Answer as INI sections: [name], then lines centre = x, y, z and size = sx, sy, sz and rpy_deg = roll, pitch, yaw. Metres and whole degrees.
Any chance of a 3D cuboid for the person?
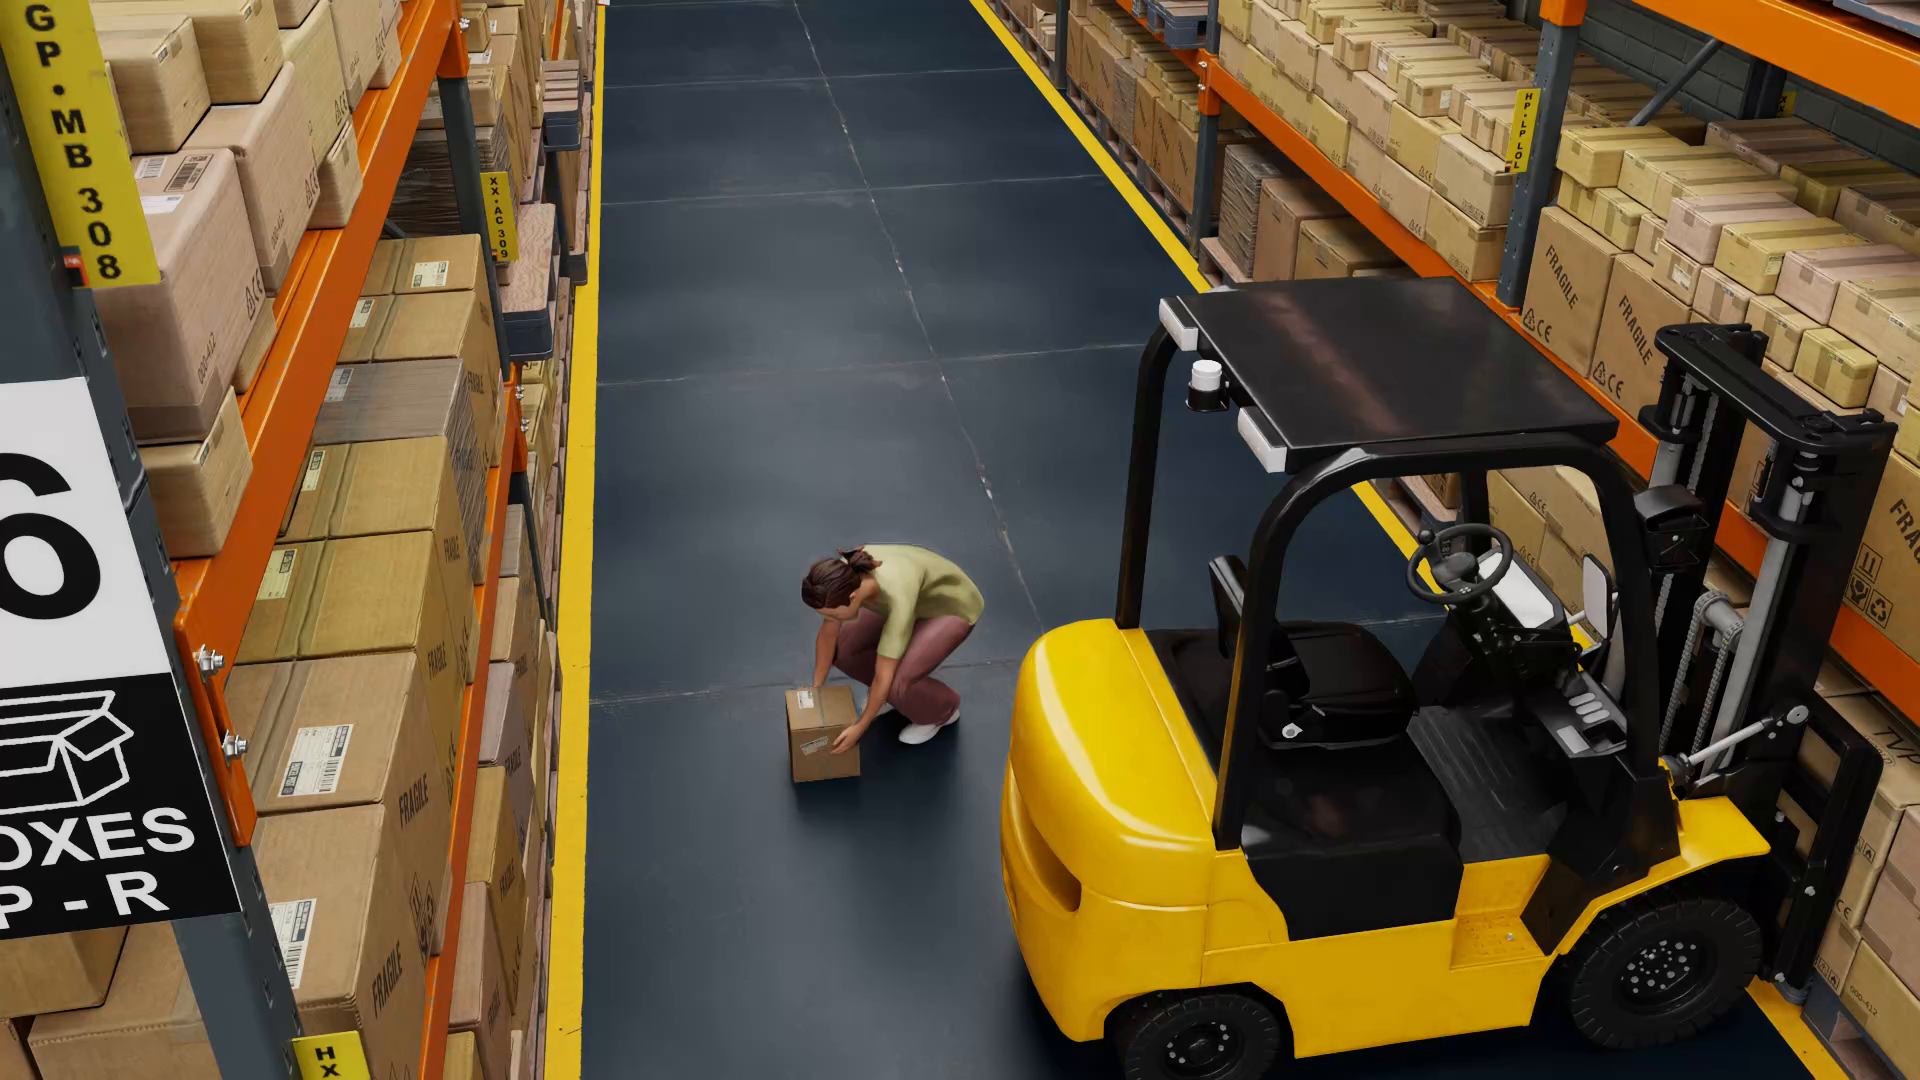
[person]
centre = -0.261, 0.357, 6.285
size = 0.796, 0.911, 0.491
rpy_deg = -23, 38, -33
